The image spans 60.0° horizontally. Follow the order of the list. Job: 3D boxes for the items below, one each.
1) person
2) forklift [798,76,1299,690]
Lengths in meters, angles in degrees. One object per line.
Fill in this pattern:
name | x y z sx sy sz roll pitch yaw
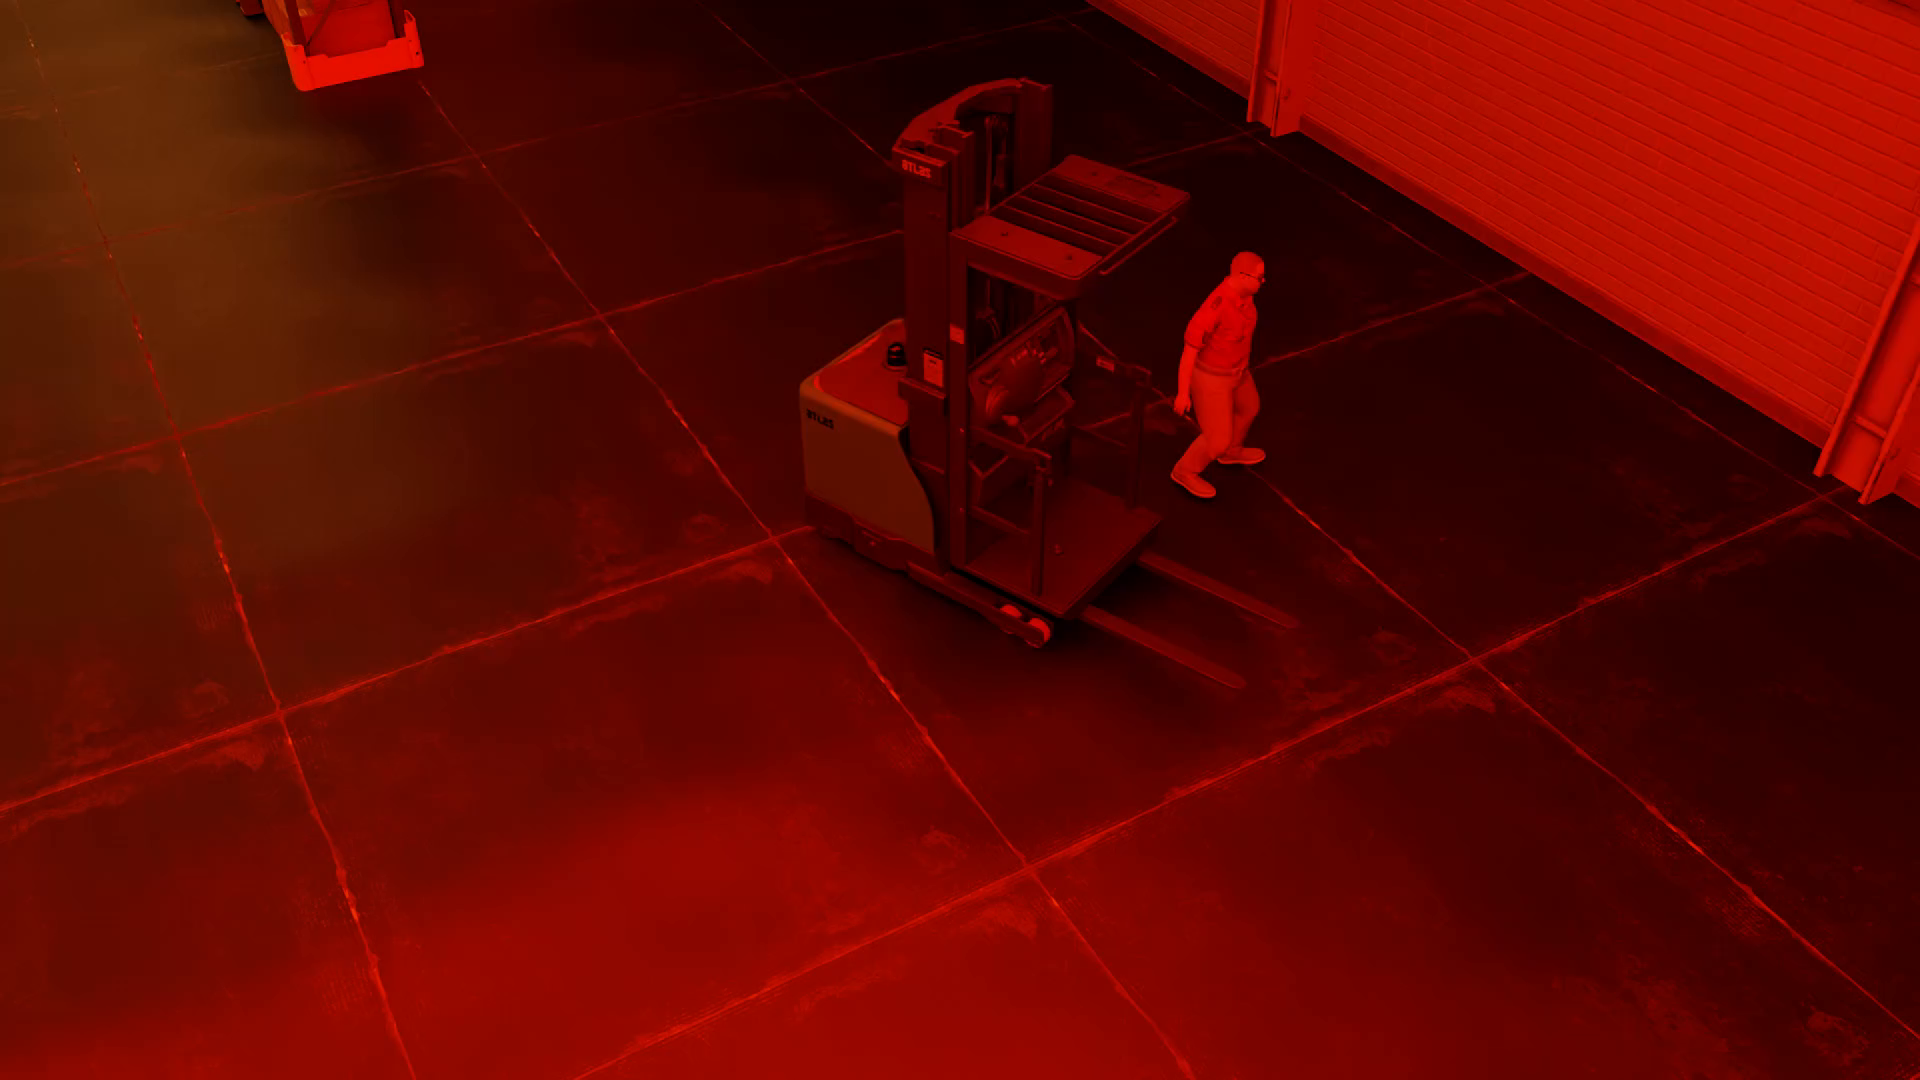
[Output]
person | 1.619 -1.038 10.255 0.400 1.691 0.871 24 45 26
forklift | 0.515 -0.897 9.118 3.031 2.935 1.130 26 46 28
